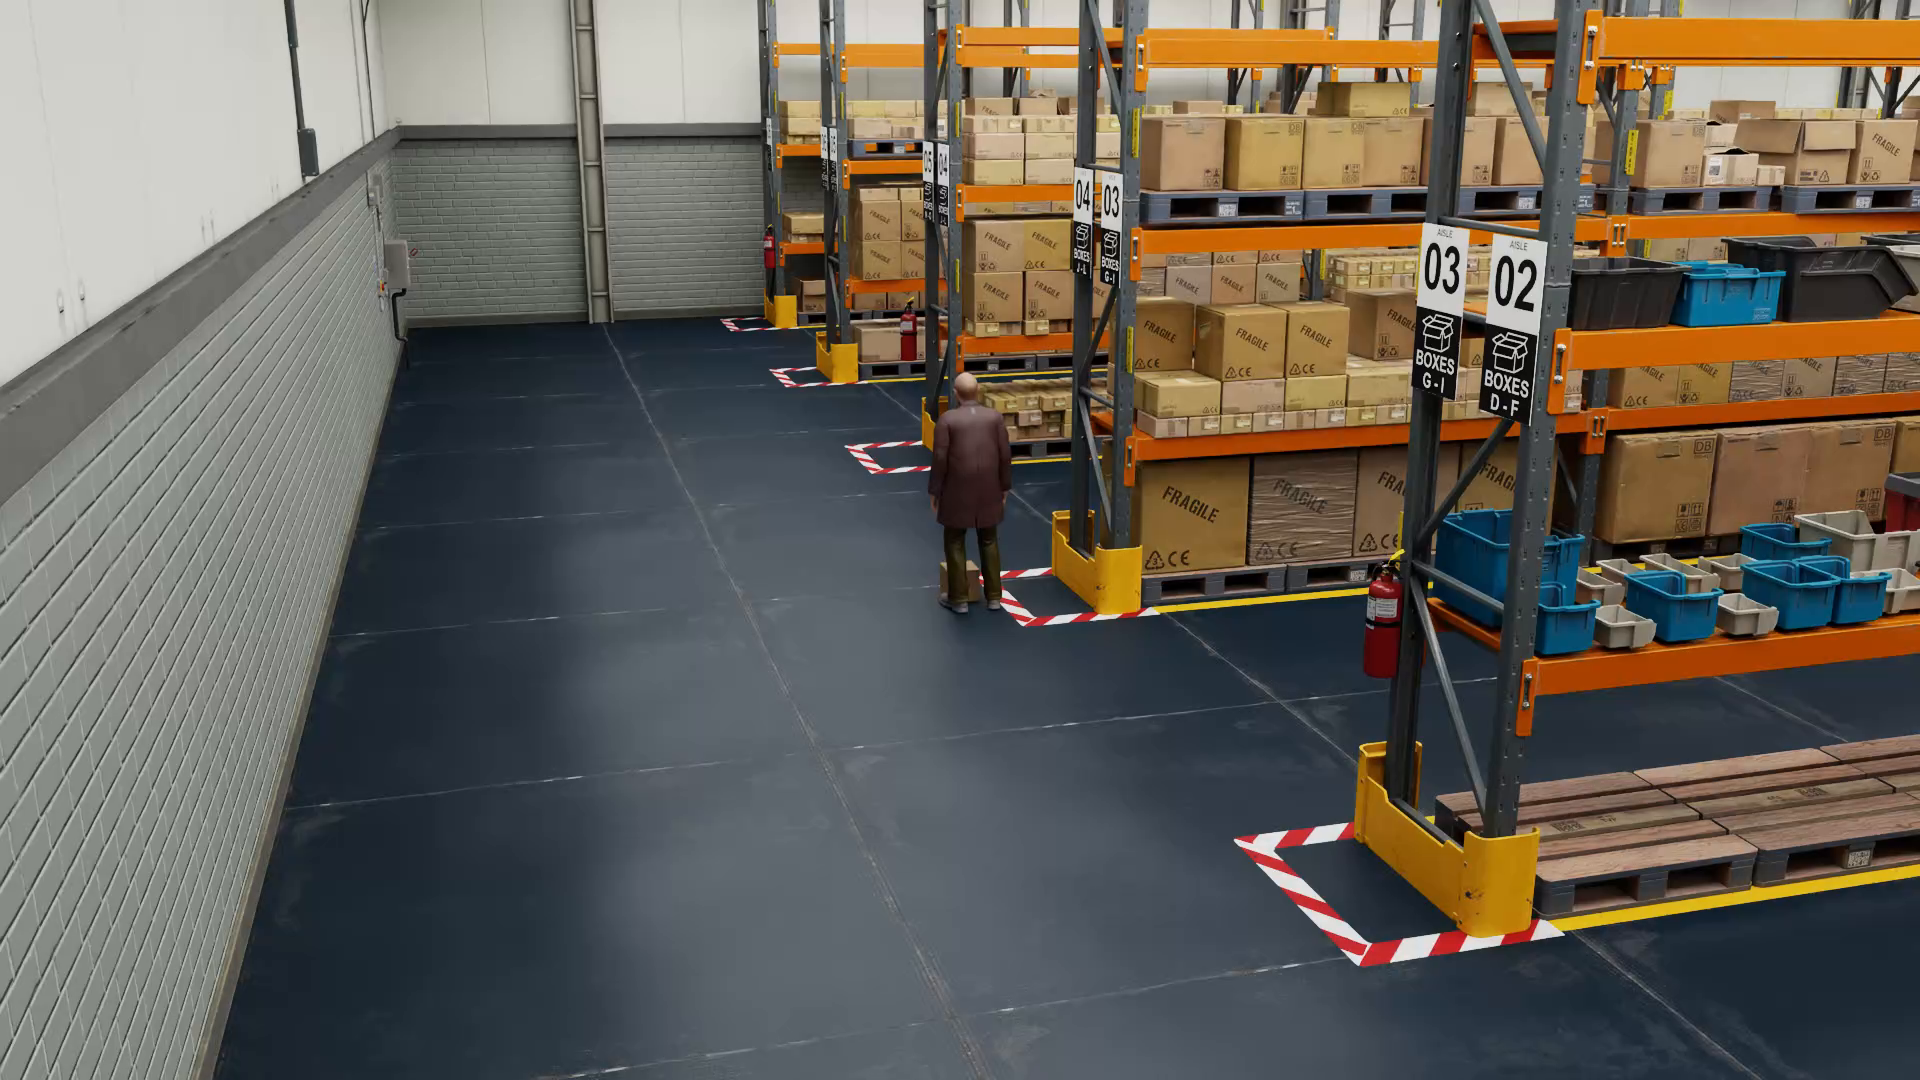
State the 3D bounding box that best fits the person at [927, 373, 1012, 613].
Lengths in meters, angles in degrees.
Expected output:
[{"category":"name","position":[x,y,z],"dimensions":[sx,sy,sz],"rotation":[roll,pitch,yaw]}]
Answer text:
[{"category":"person","position":[0.073,-0.351,12.303],"dimensions":[0.642,1.774,0.422],"rotation":[-4,16,-15]}]
